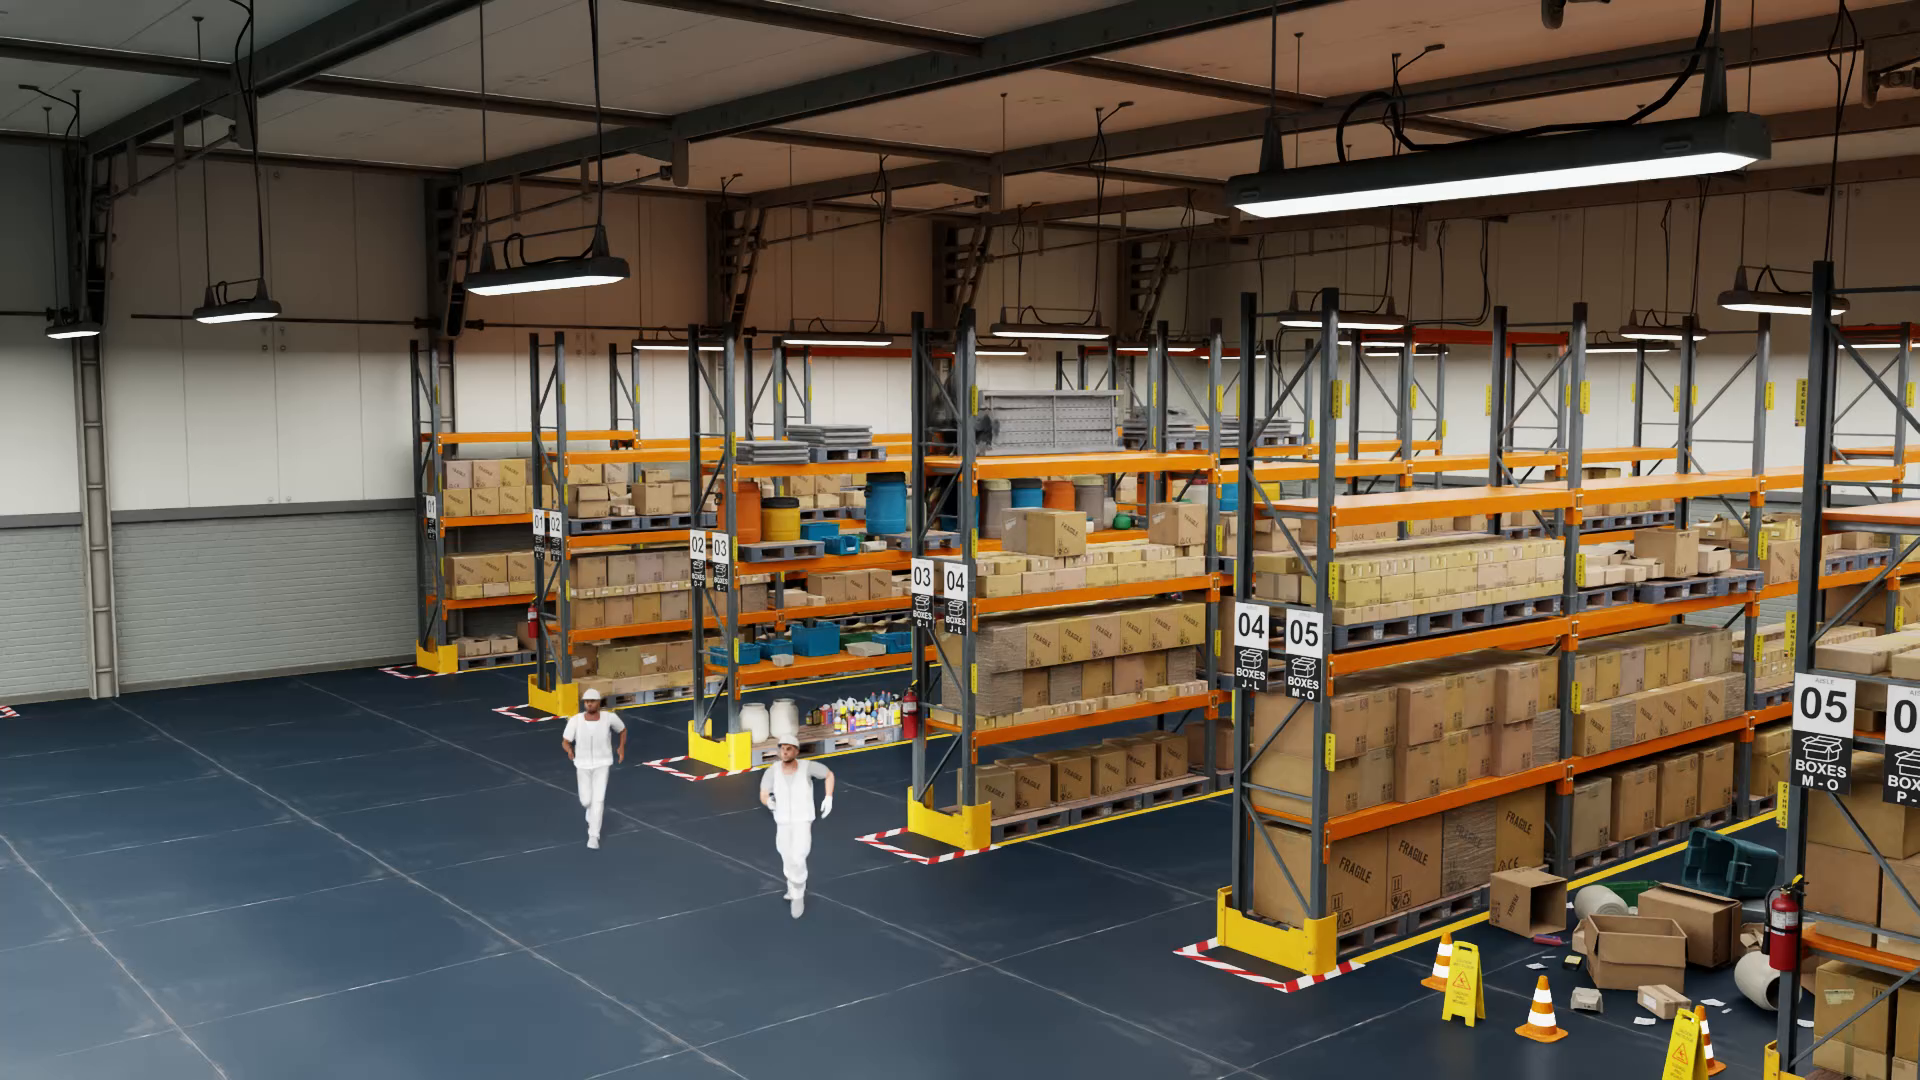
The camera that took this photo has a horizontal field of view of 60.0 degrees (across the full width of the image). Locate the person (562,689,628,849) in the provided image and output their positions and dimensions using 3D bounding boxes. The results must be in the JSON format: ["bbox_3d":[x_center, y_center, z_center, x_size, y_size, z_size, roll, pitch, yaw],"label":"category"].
[{"bbox_3d":[-4.152,2.551,18.847,0.700,1.736,0.993,-1,5,-6],"label":"person"}]

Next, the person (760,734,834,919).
[{"bbox_3d":[-1.607,2.770,16.247,0.675,1.784,0.883,1,5,10],"label":"person"}]
